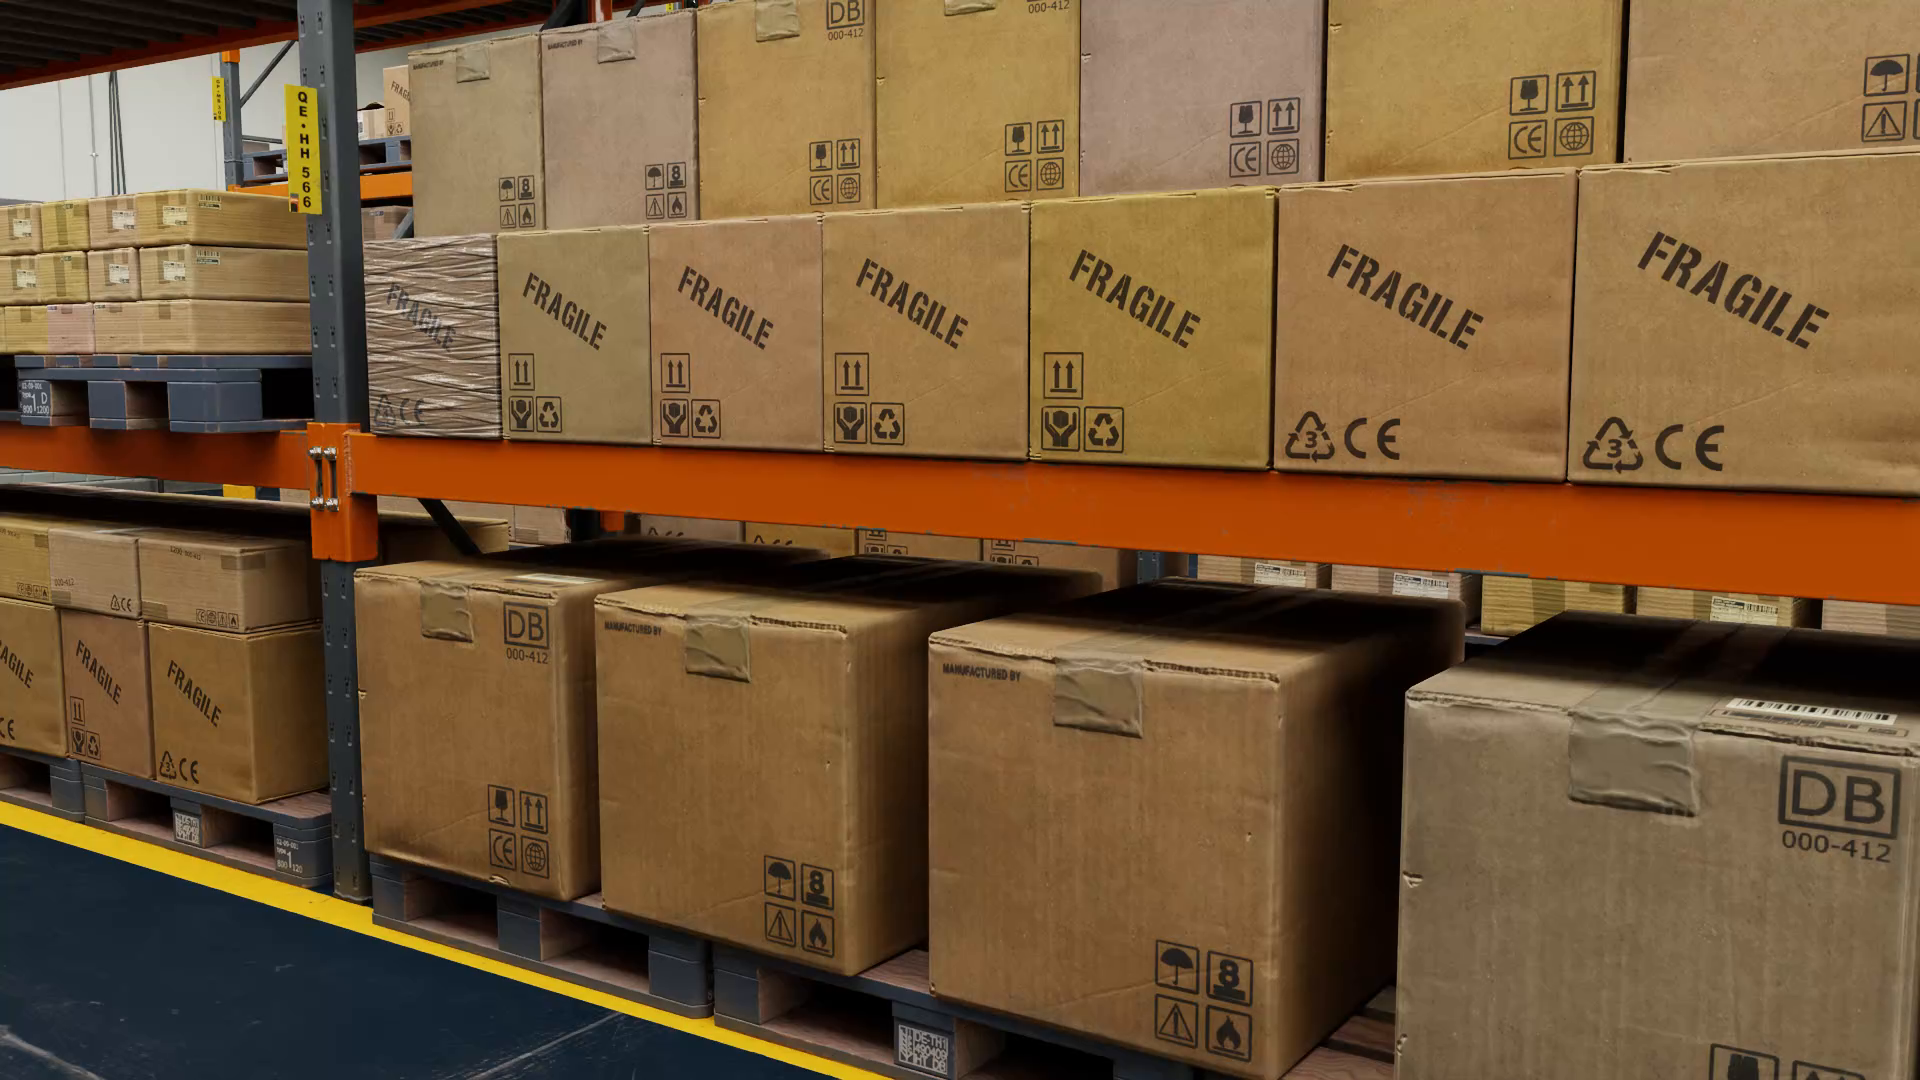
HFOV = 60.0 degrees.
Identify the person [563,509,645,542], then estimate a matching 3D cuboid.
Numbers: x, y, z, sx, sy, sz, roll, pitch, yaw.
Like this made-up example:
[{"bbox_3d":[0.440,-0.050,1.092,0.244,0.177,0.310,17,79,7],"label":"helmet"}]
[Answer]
[{"bbox_3d":[-1.910,-0.318,8.745,0.530,1.677,1.028,-6,8,-41],"label":"person"}]
